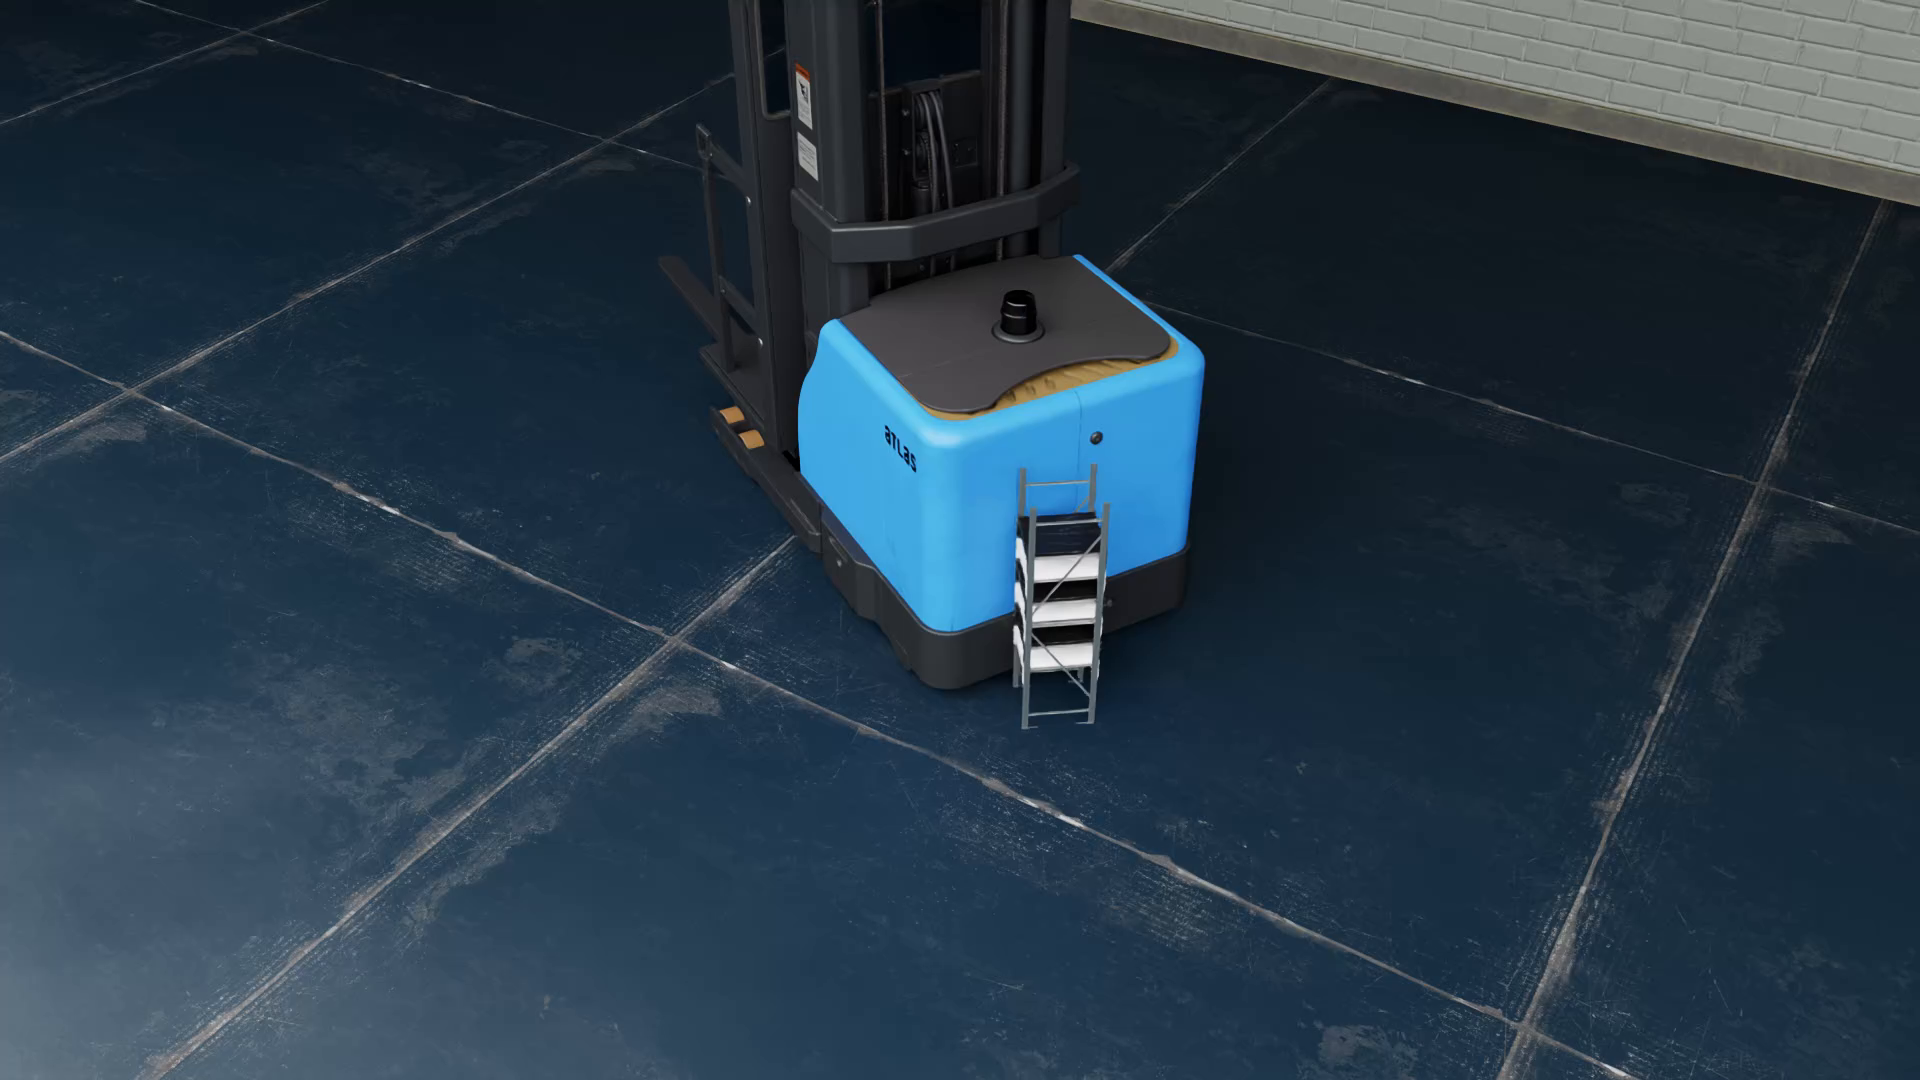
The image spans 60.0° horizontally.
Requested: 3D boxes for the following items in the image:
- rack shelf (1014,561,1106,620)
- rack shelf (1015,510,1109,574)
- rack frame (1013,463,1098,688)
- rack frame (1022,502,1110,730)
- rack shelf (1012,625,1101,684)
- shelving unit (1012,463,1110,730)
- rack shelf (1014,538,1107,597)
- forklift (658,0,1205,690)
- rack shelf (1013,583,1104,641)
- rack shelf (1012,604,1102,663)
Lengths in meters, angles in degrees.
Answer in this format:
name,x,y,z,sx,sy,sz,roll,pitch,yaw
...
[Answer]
name,x,y,z,sx,sy,sz,roll,pitch,yaw
rack shelf,0.311,0.148,5.227,0.258,0.077,0.200,-4,38,-6
rack shelf,0.312,0.005,5.118,0.258,0.077,0.200,-4,38,-6
rack frame,0.299,0.131,5.342,0.240,0.900,0.006,-4,38,-6
rack frame,0.323,0.254,5.182,0.240,0.900,0.006,-4,38,-6
rack shelf,0.310,0.362,5.392,0.258,0.077,0.200,-4,38,-6
shelving unit,0.311,0.193,5.262,0.258,0.900,0.210,-4,38,-6
rack shelf,0.312,0.076,5.173,0.258,0.077,0.200,-4,38,-6
forklift,-0.349,-1.551,5.861,1.130,2.935,3.031,-18,41,-22
rack shelf,0.311,0.219,5.282,0.258,0.077,0.200,-4,38,-6
rack shelf,0.310,0.290,5.337,0.258,0.077,0.200,-4,38,-6
